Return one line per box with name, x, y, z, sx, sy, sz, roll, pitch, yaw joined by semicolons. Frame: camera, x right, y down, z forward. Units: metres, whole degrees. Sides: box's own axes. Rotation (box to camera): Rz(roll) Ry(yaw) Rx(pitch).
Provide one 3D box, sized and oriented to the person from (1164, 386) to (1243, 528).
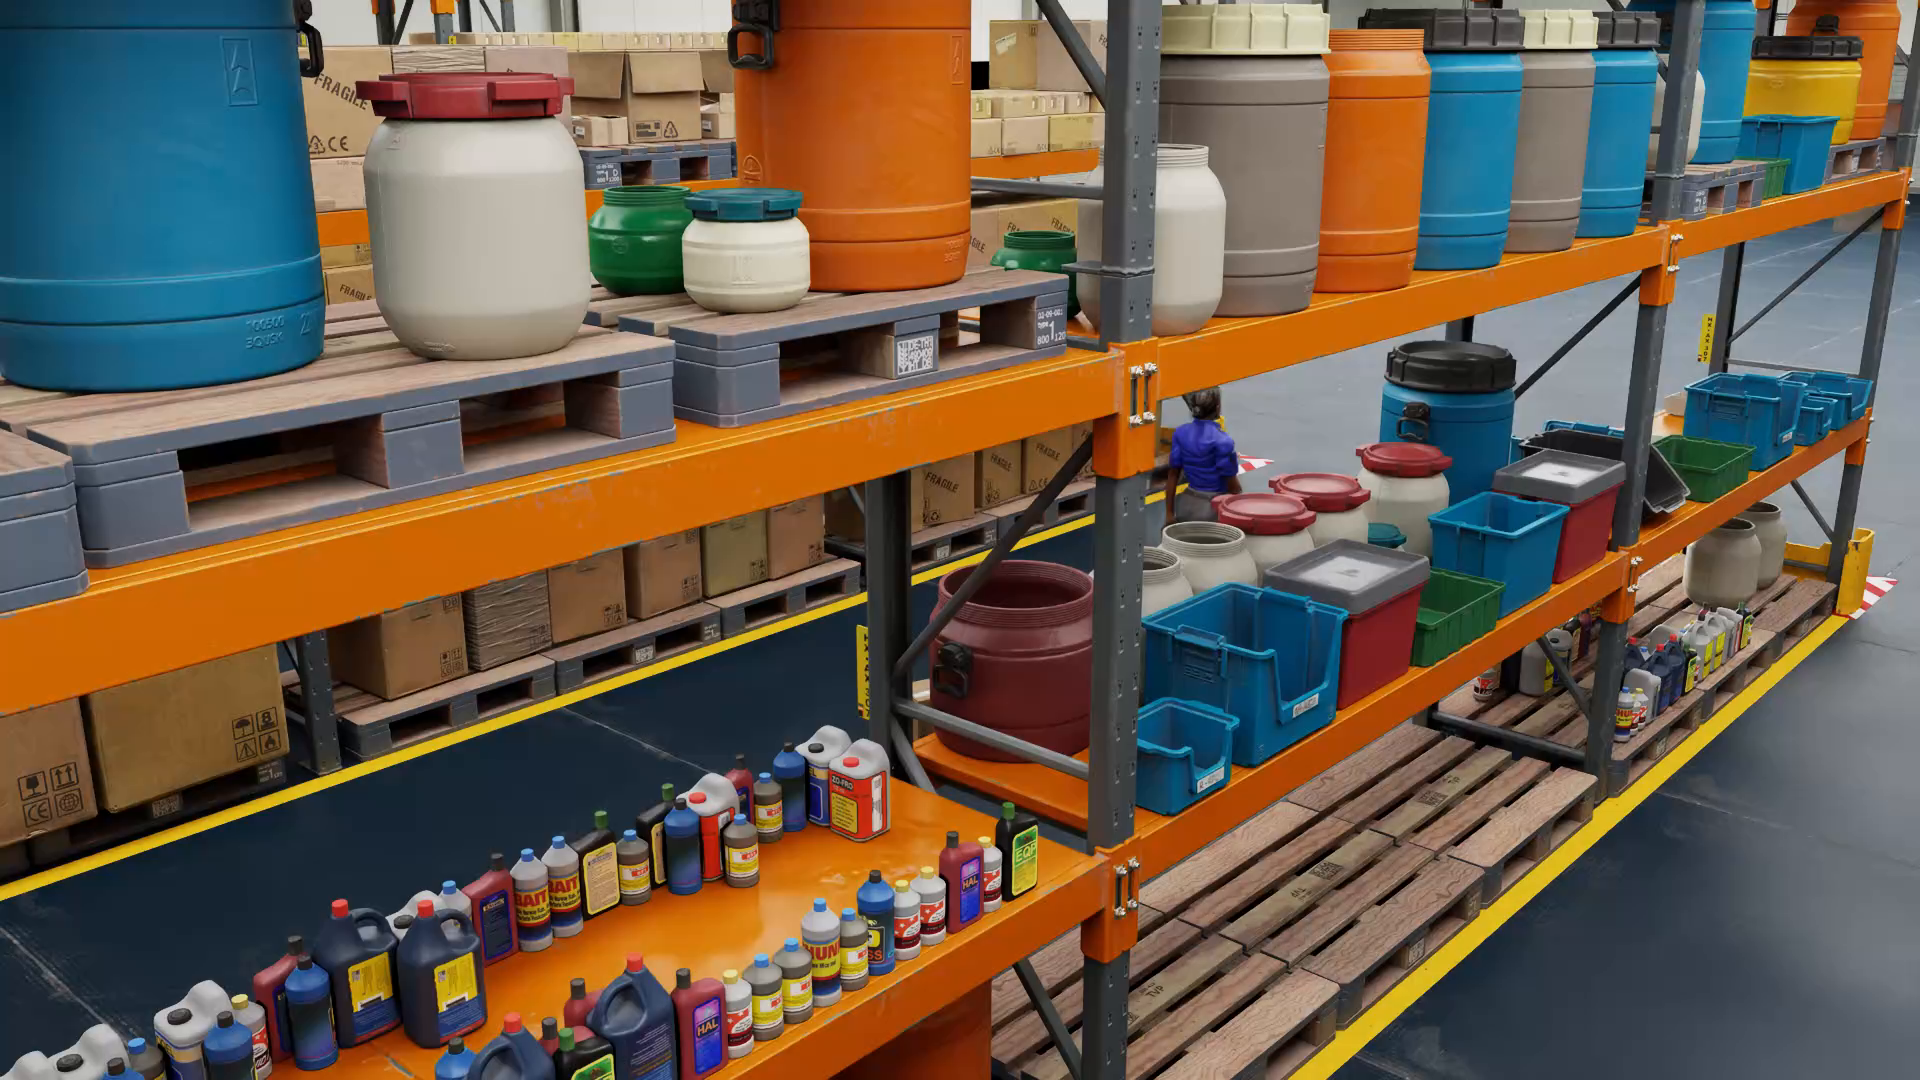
person;1.487;-0.163;10.071;1.020;1.599;0.445;-12;21;-35
